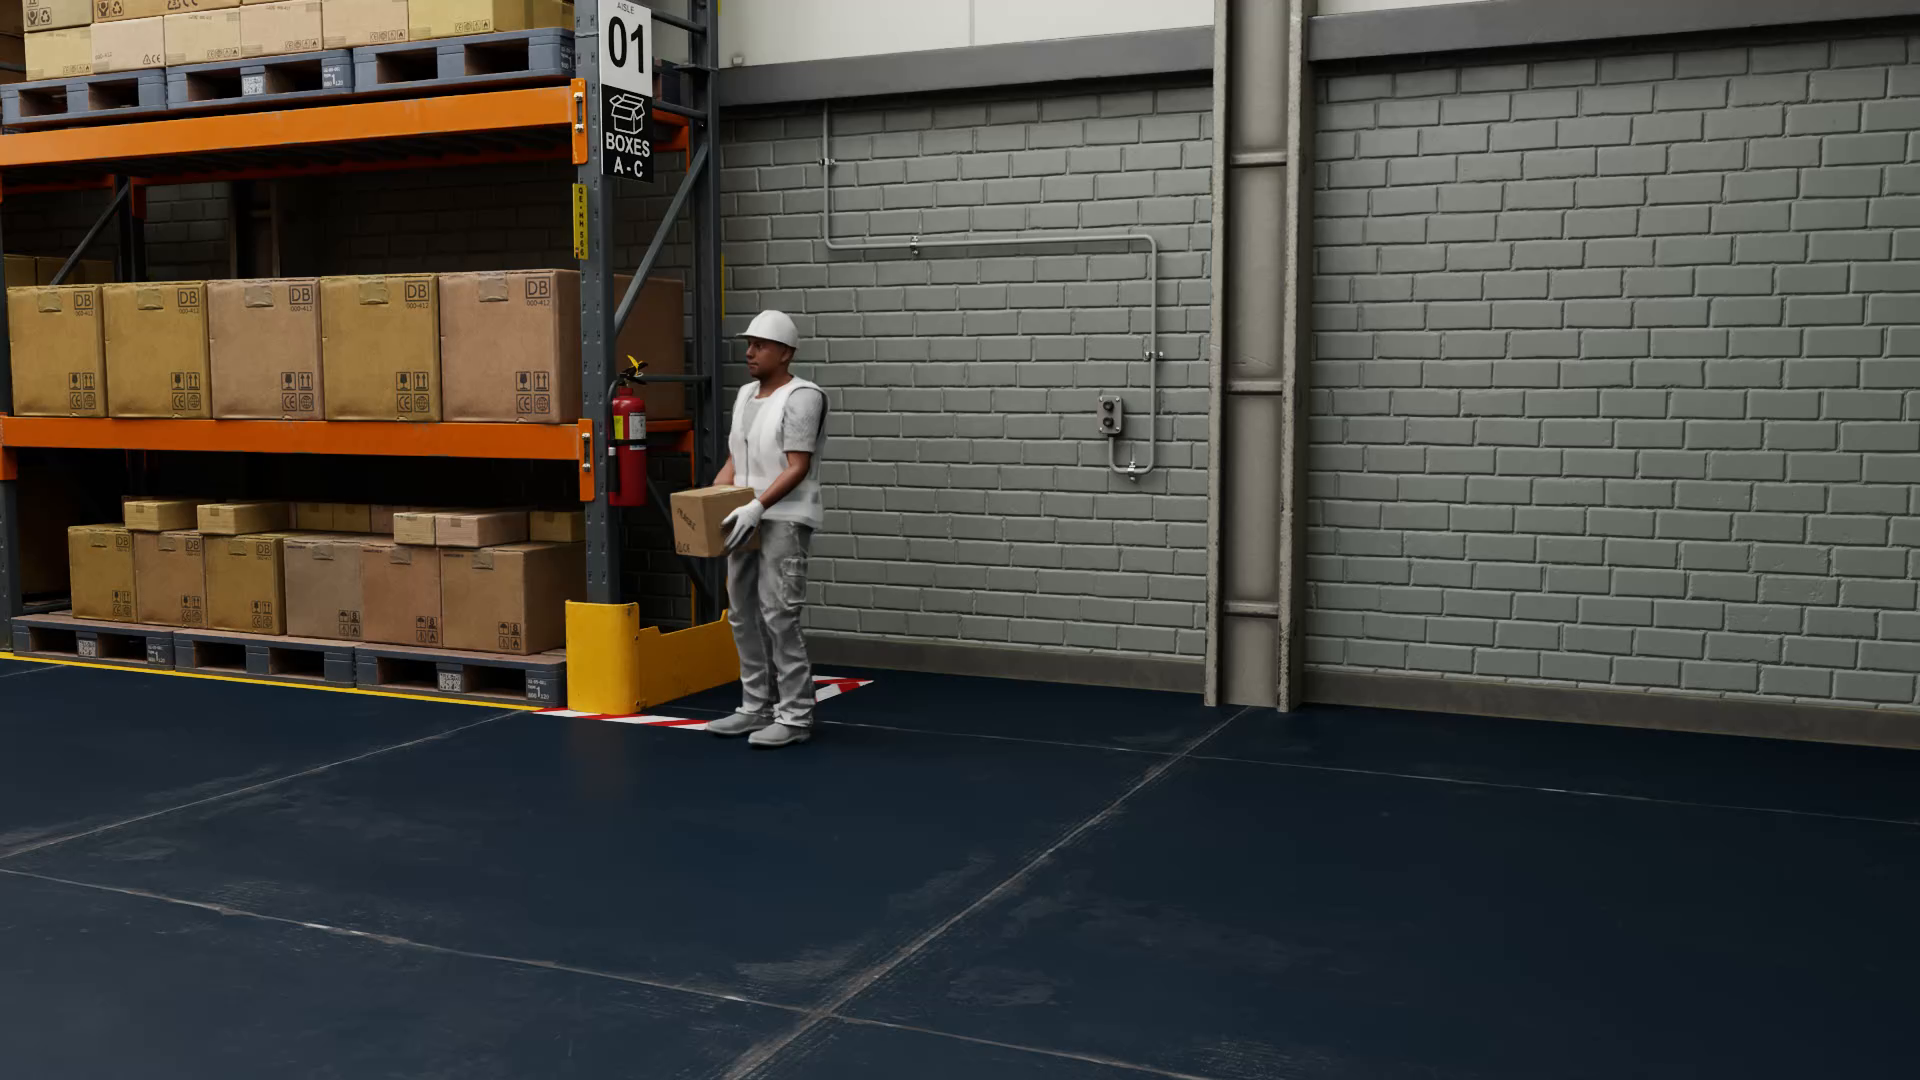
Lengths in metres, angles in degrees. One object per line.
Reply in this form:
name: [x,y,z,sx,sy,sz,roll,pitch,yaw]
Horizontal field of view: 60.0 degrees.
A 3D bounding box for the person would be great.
person: [-0.836,-0.051,6.878,0.520,1.789,0.542,-5,7,-39]
